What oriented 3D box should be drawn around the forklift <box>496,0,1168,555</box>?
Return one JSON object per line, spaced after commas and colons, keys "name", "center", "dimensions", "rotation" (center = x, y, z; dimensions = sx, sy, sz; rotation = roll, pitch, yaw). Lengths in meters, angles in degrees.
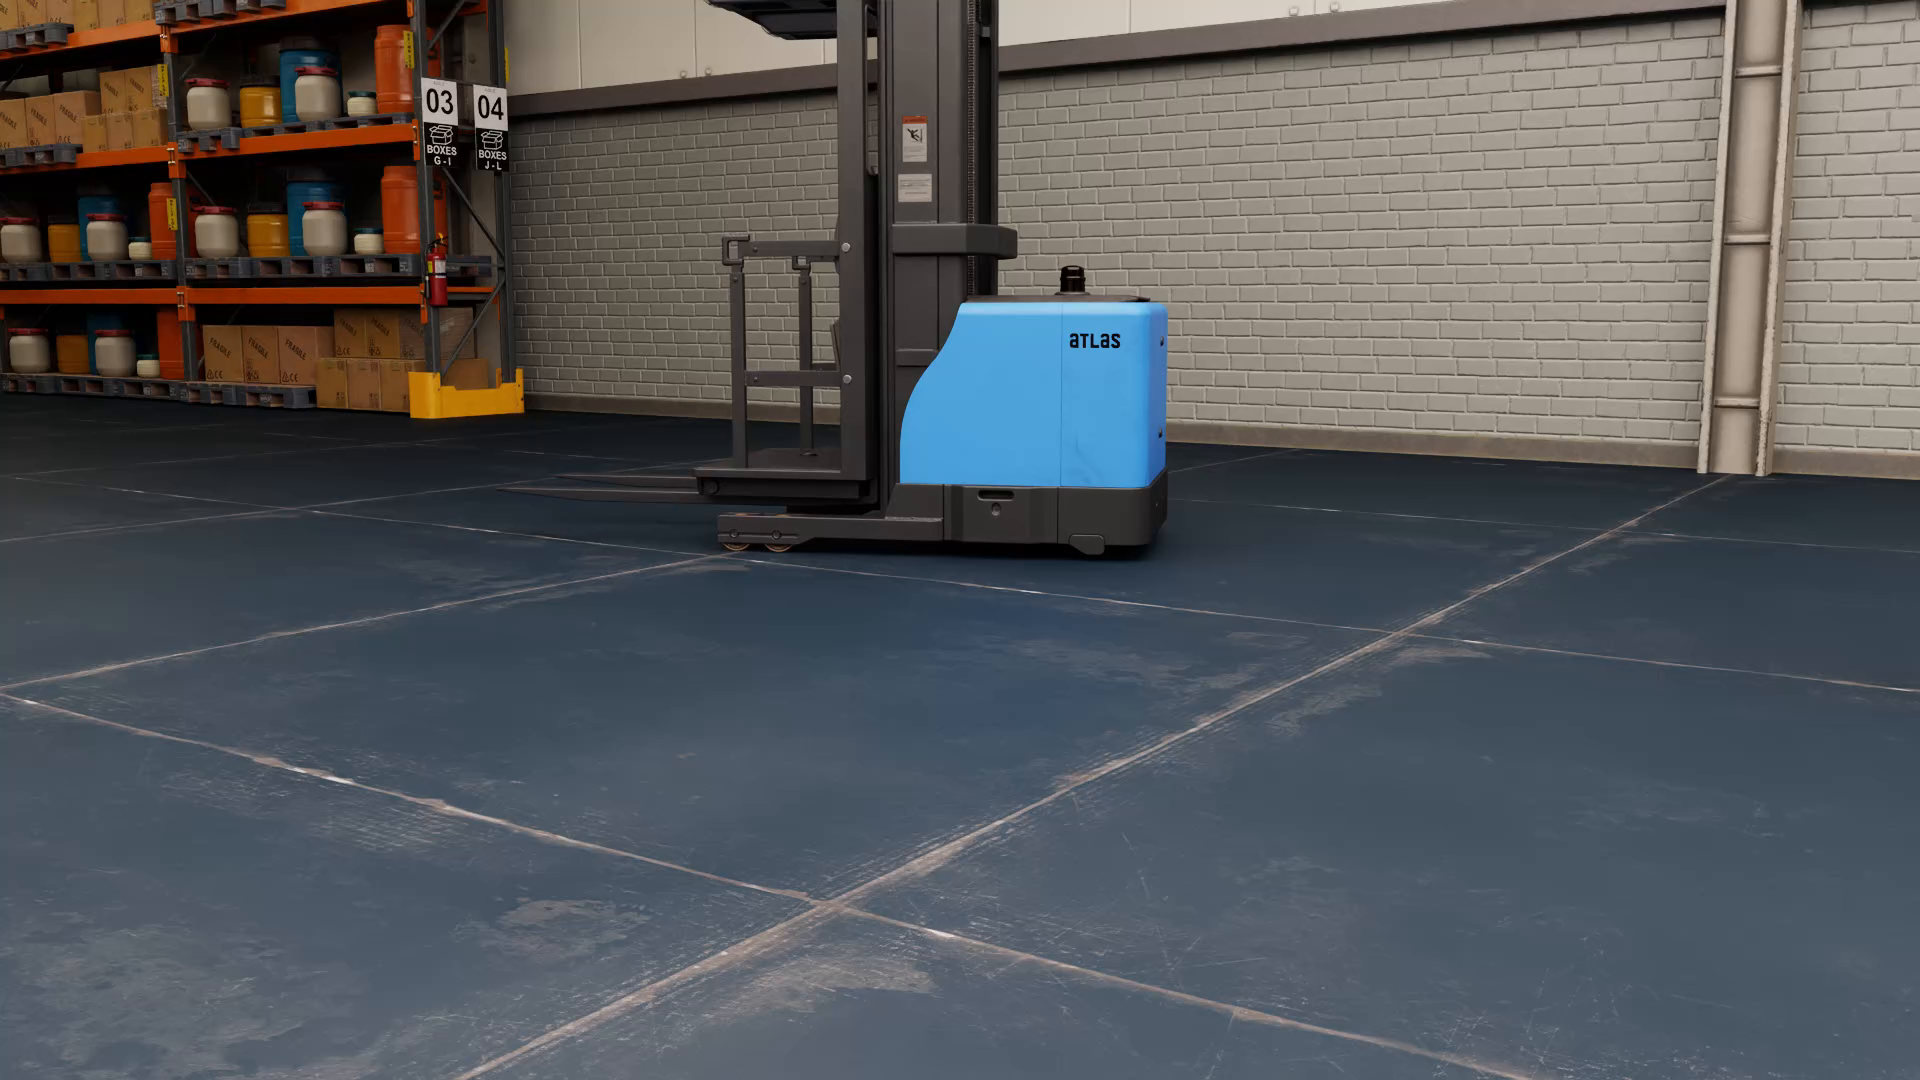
{"name": "forklift", "center": [-0.596, -1.469, 7.520], "dimensions": [3.031, 2.935, 1.130], "rotation": [2, 8, 12]}
